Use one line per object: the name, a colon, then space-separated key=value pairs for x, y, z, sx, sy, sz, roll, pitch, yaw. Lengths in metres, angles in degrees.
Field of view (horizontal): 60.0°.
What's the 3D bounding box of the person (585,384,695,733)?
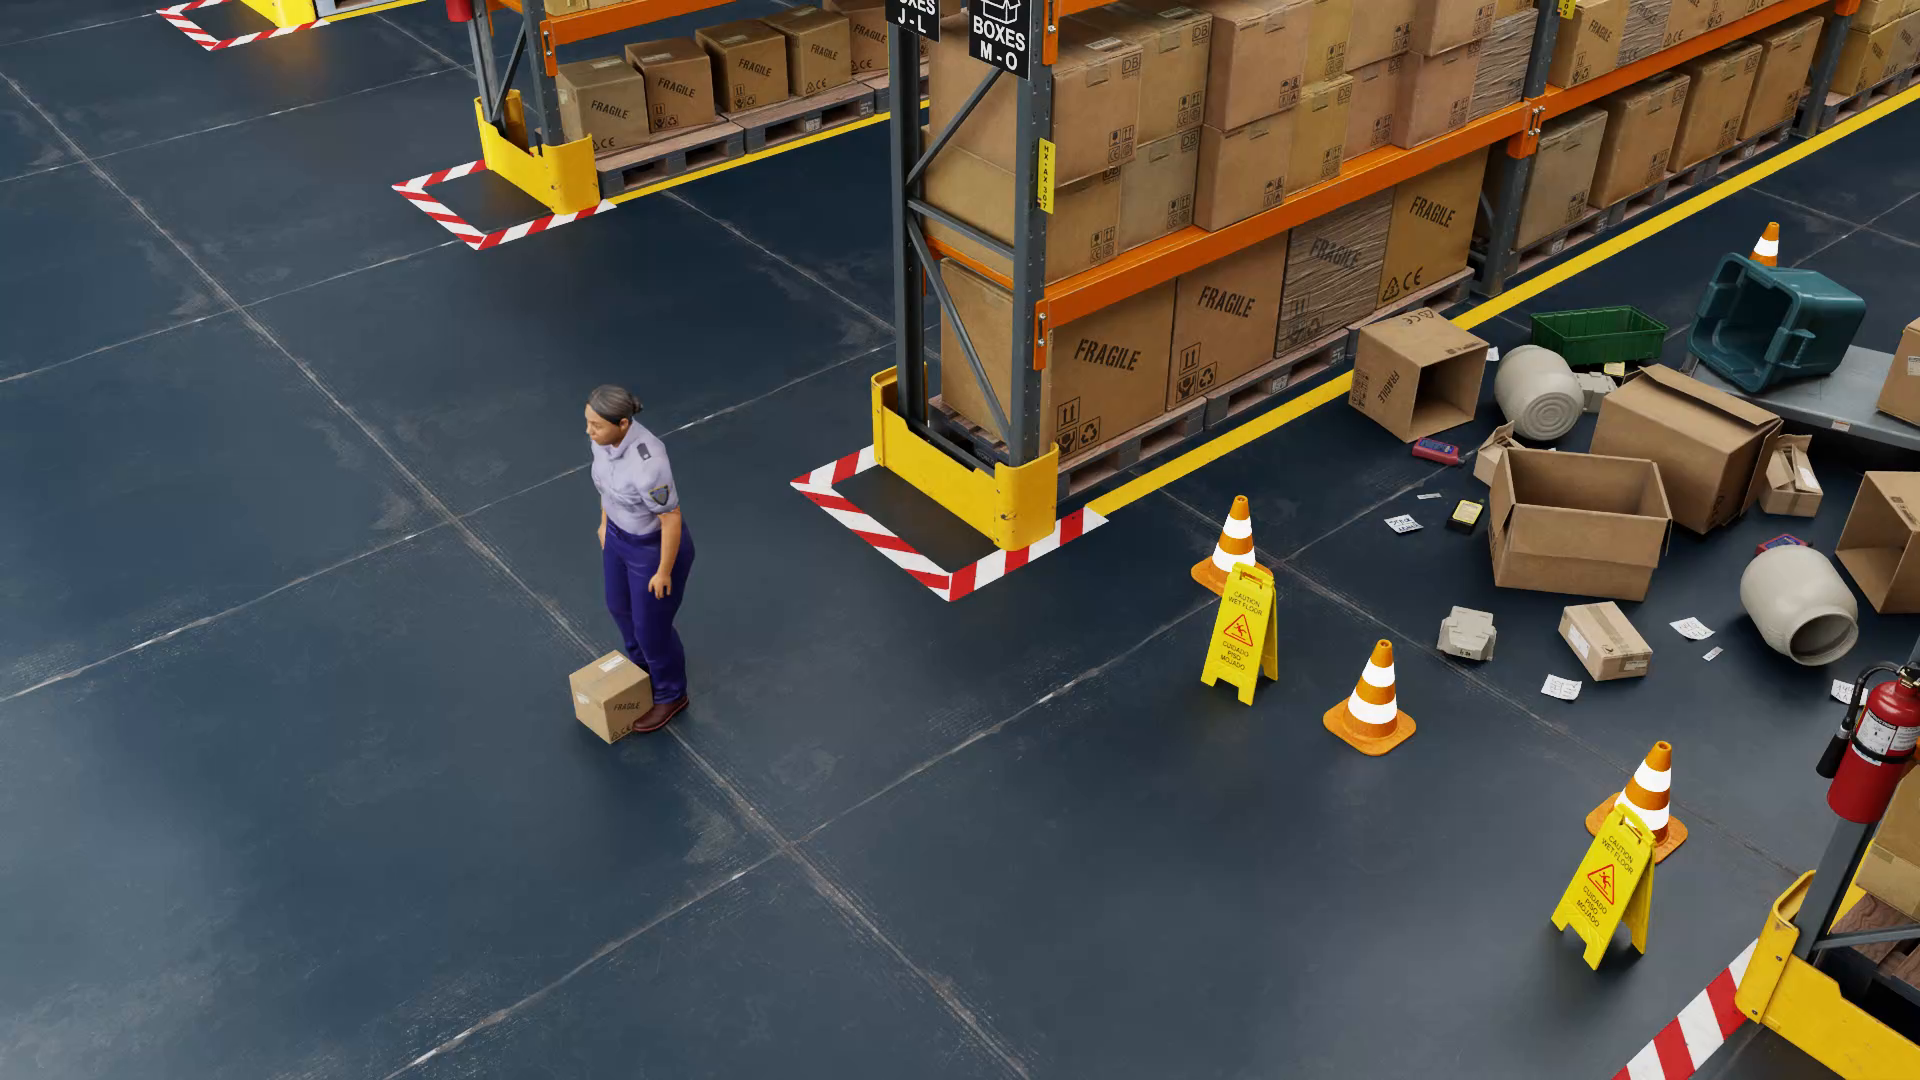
person: x=-1.365 y=0.041 z=7.027 sx=0.414 sy=1.652 sz=0.538 roll=-26 pitch=44 yaw=-31
